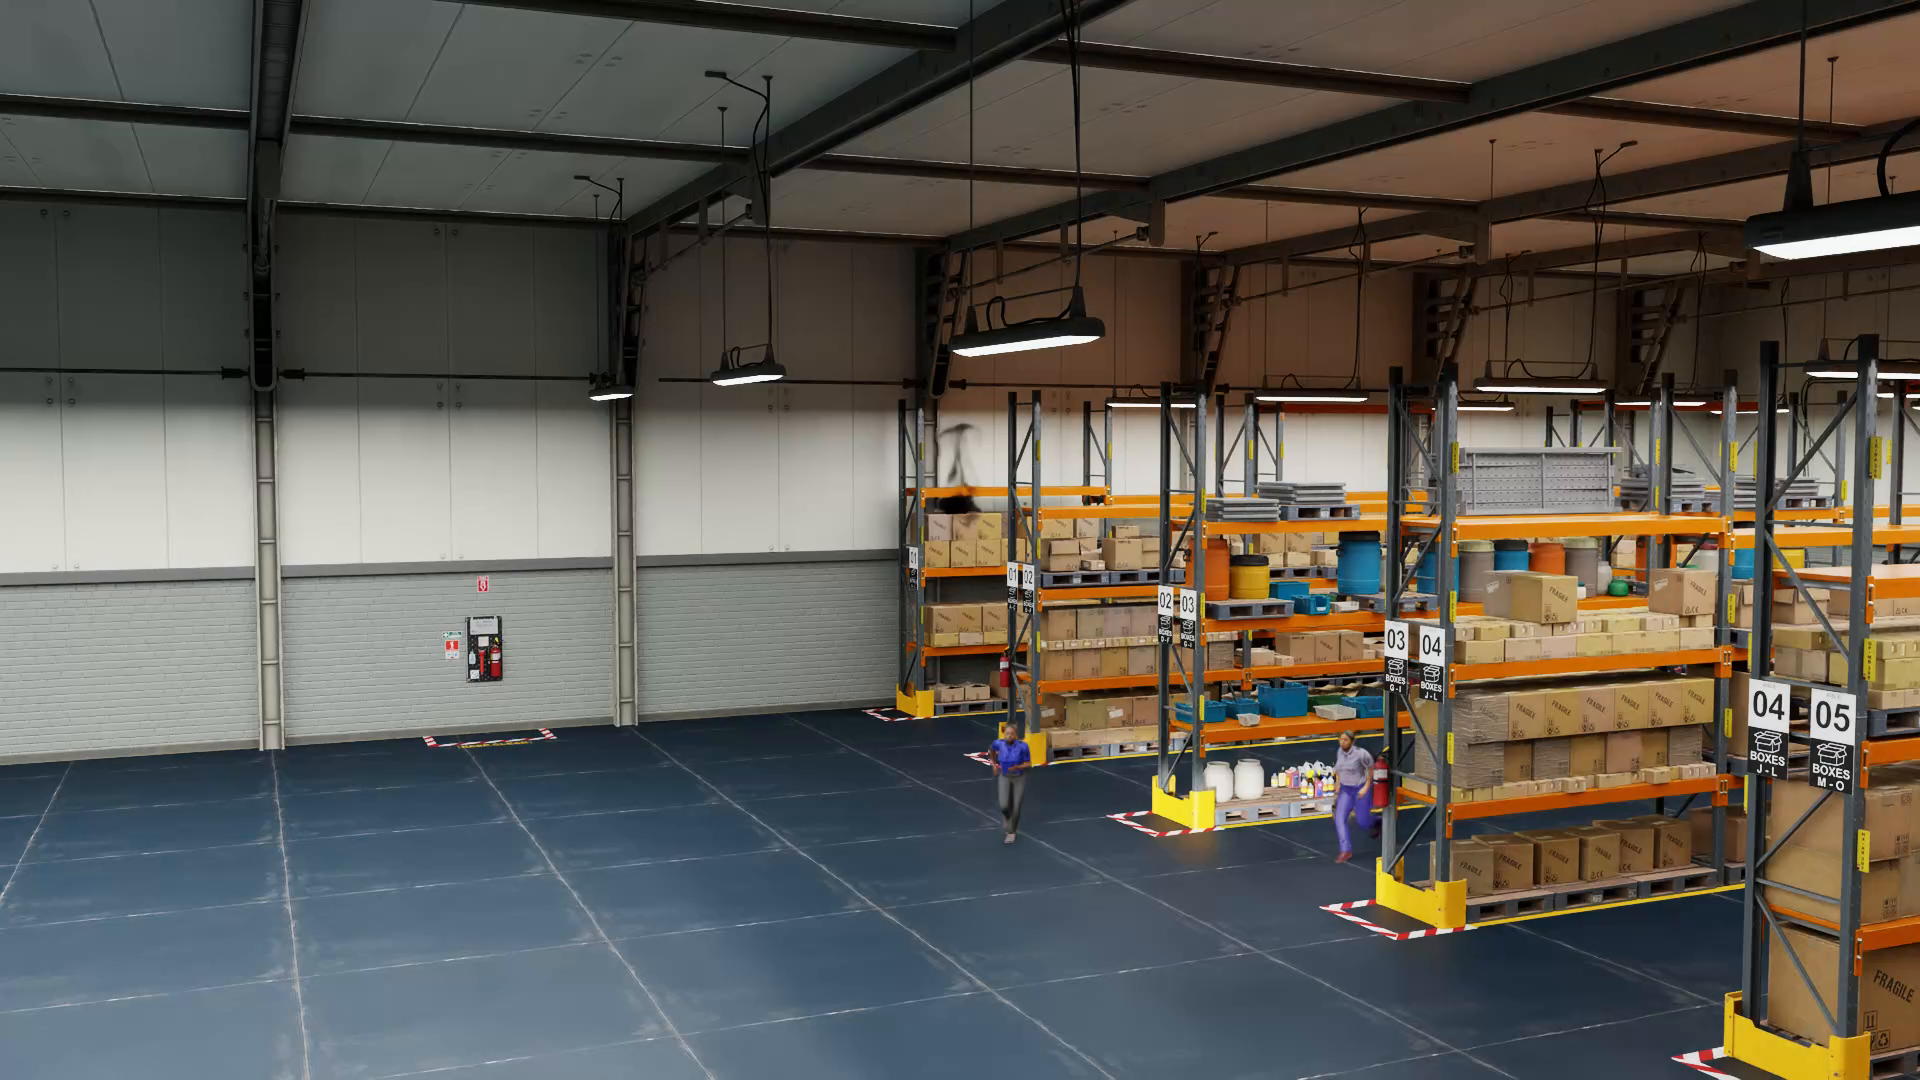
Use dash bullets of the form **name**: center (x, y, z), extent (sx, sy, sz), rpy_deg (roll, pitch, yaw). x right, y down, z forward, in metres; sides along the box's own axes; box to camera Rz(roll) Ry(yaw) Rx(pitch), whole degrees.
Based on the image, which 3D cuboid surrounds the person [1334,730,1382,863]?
- **person**: center (4.953, 3.171, 20.744), extent (0.910, 1.646, 0.608), rpy_deg (-3, 5, -44)

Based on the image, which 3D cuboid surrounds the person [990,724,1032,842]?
- **person**: center (0.642, 3.126, 21.369), extent (0.562, 1.578, 0.724), rpy_deg (0, 3, 6)
